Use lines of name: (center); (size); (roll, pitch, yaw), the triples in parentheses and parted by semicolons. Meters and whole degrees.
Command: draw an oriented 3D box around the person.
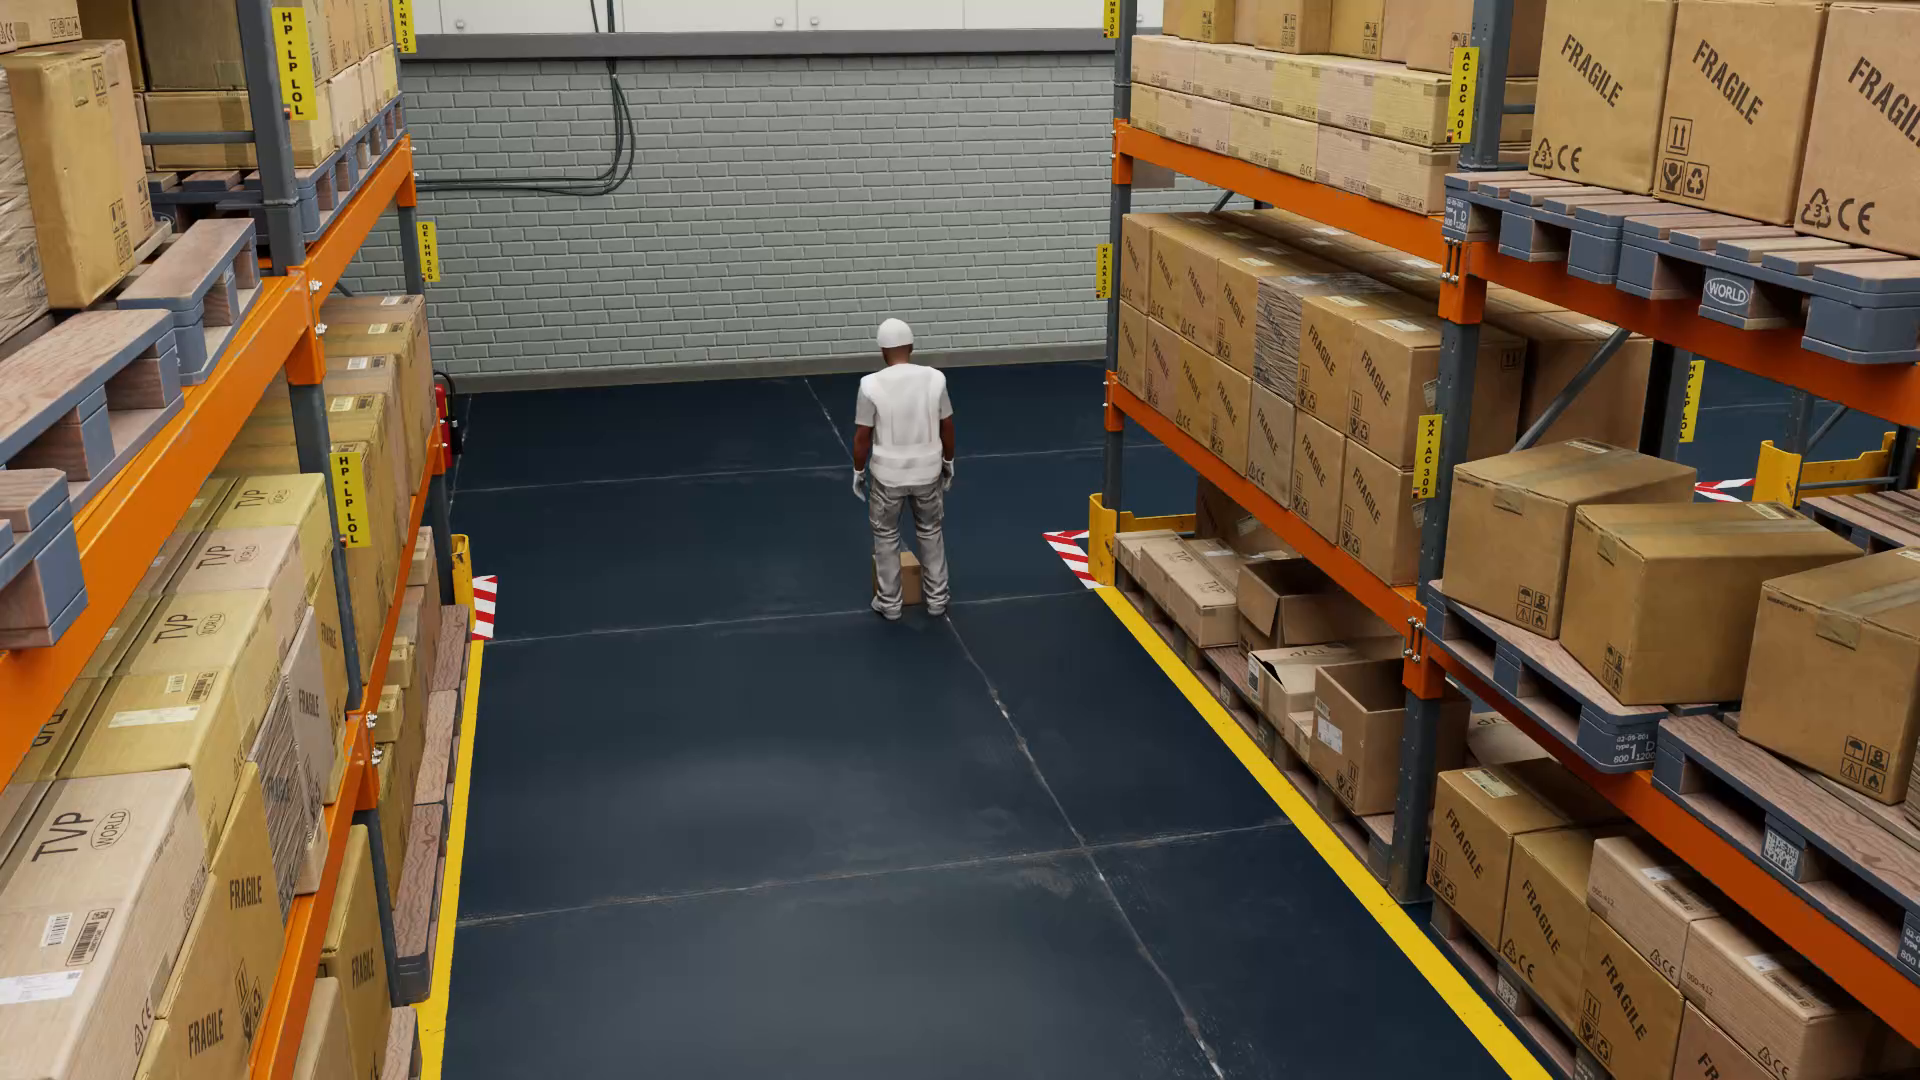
person: (-0.327, -0.404, 9.700); (0.619, 1.772, 0.450); (-6, 20, -15)
